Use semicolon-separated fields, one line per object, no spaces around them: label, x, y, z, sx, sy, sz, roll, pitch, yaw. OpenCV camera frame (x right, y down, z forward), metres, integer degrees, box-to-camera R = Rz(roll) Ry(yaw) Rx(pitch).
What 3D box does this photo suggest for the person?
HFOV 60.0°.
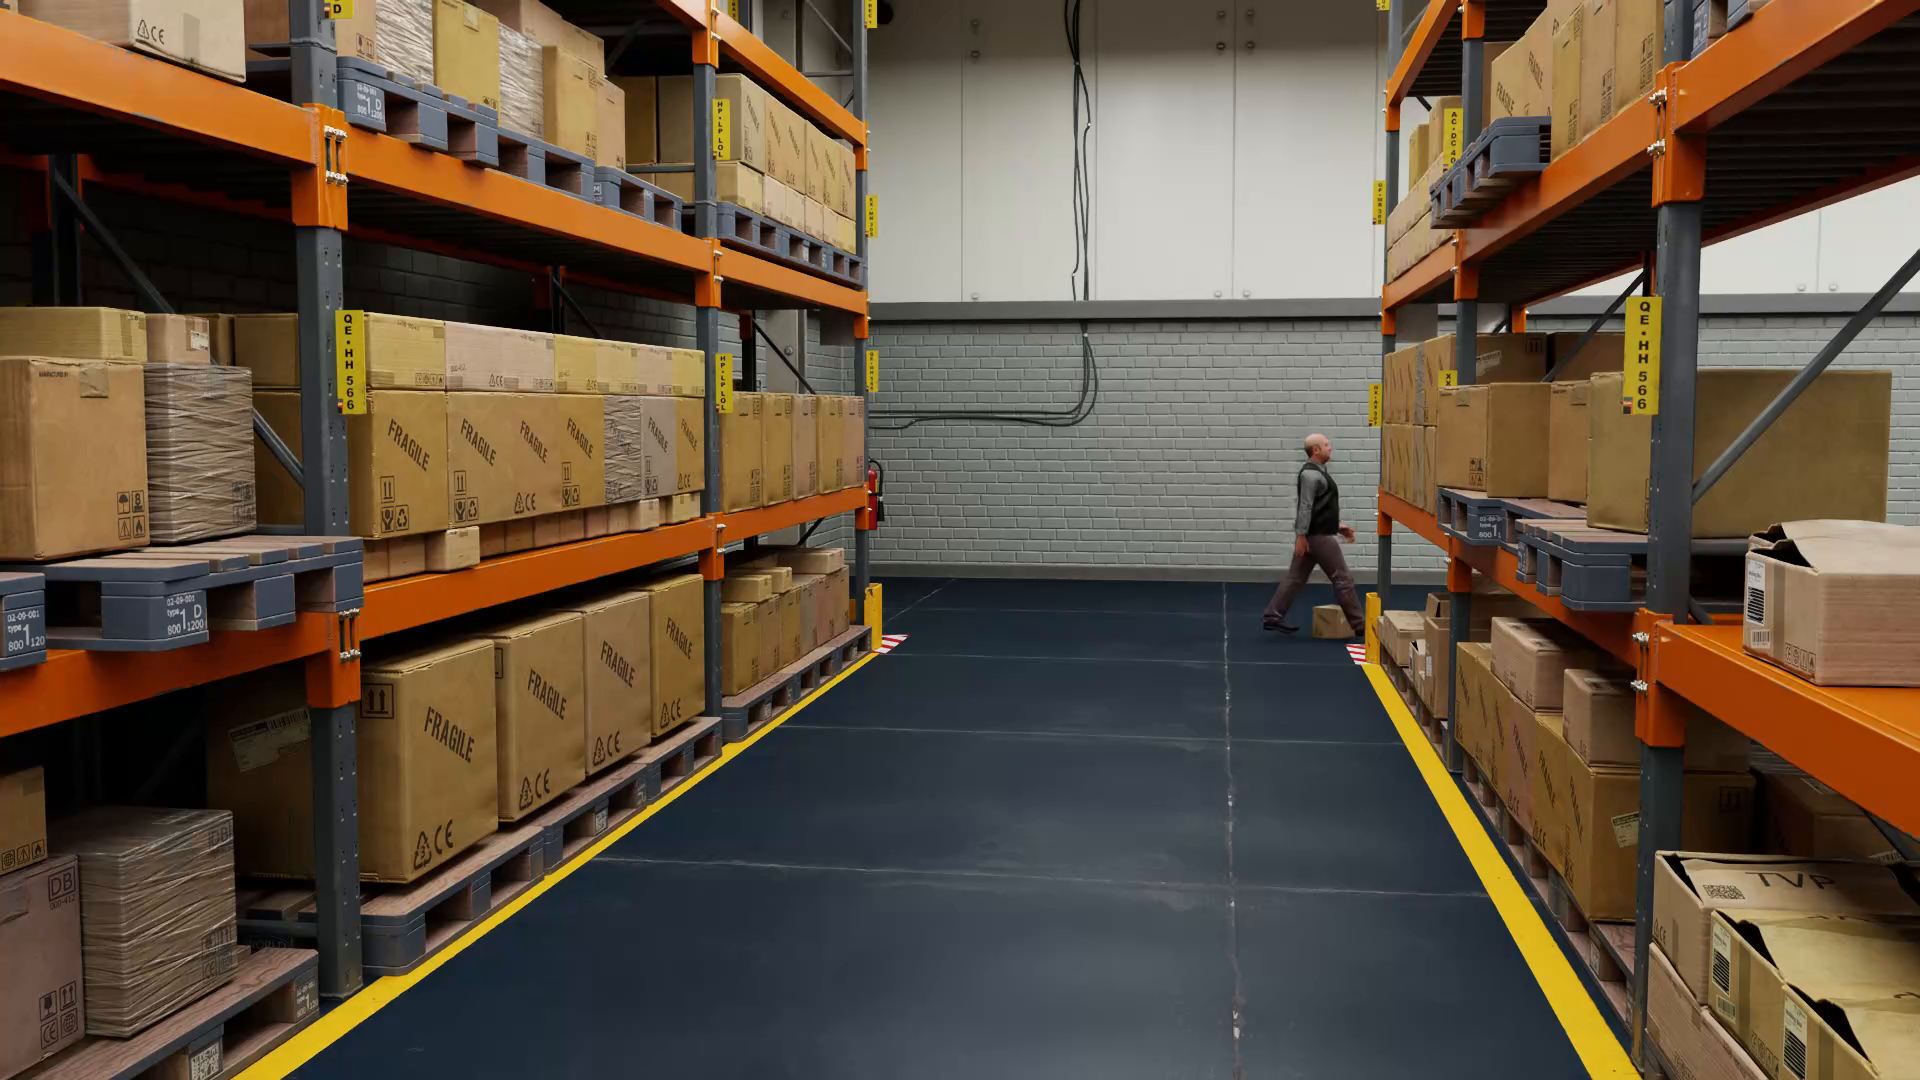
person;3.023;-0.046;13.710;1.043;1.657;0.558;1;4;8
